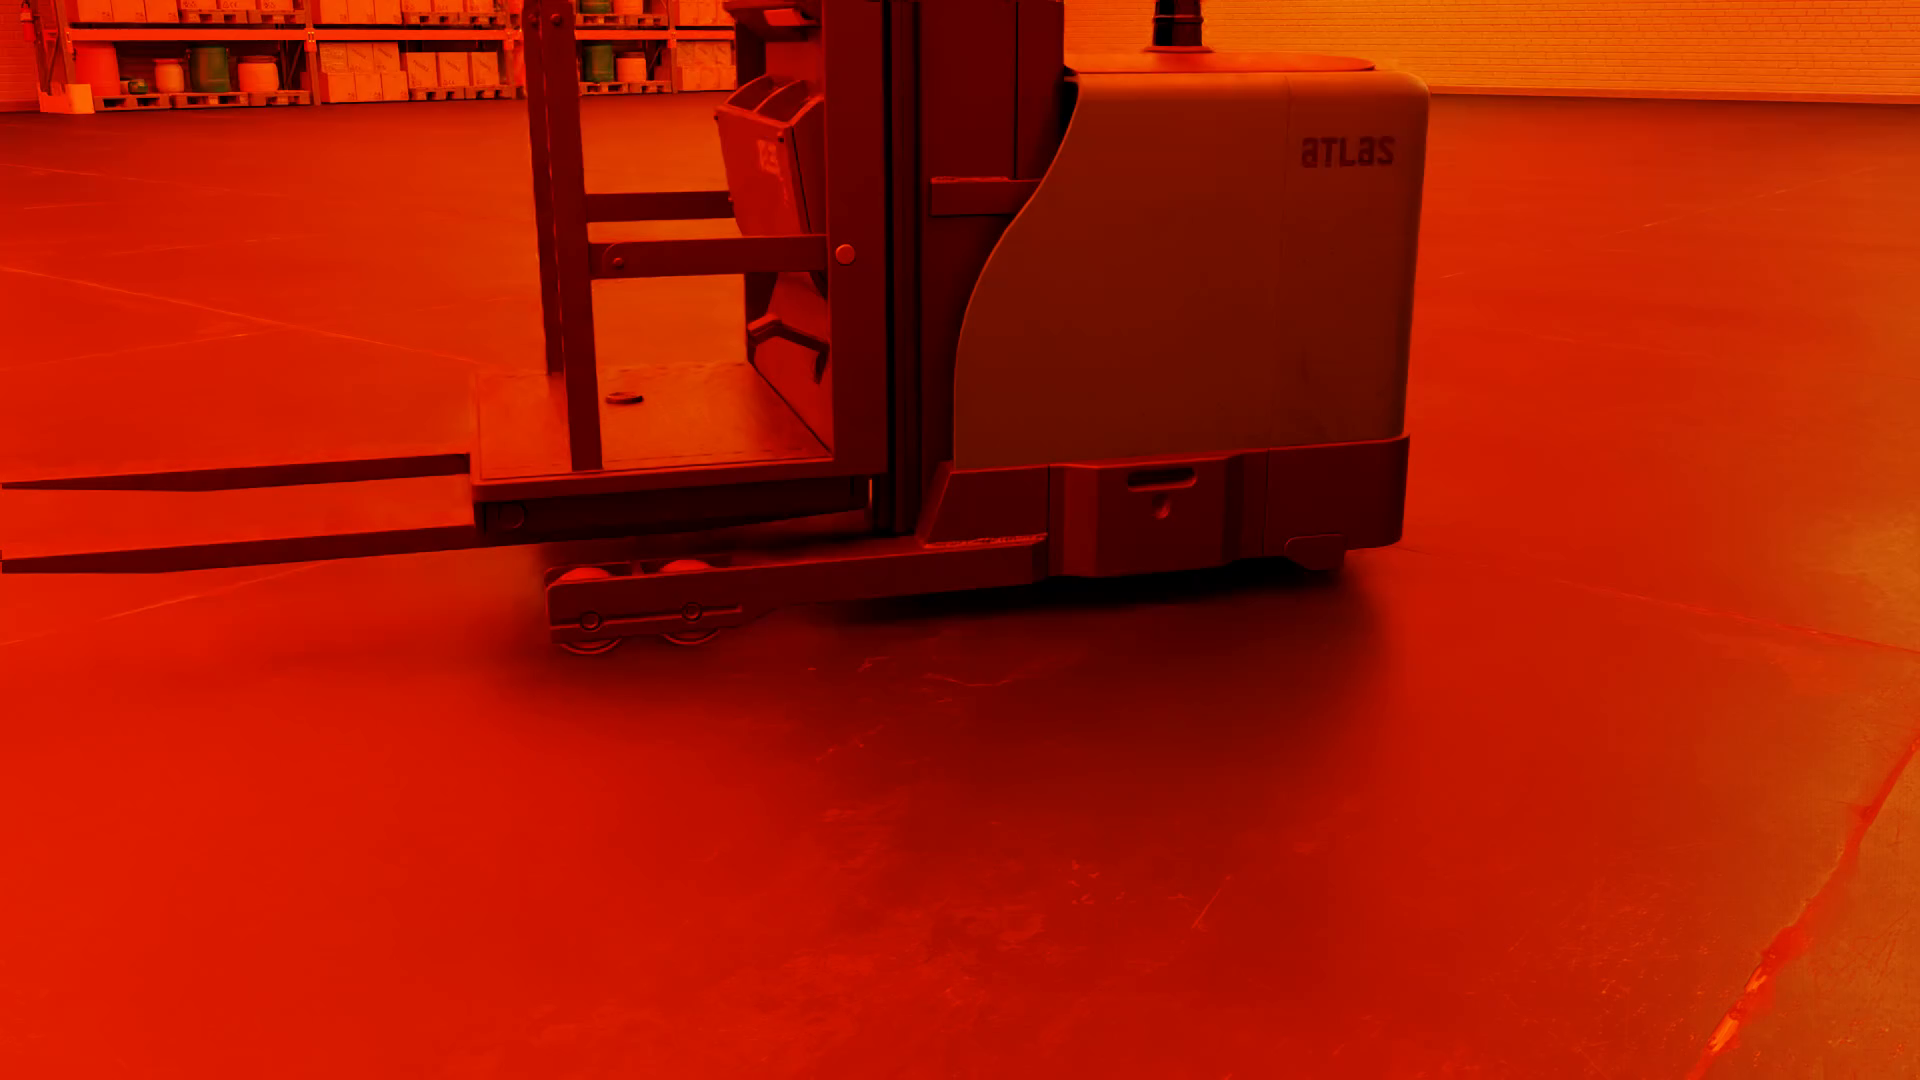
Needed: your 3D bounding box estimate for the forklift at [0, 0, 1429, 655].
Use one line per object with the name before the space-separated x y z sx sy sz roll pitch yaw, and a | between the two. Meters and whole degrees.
forklift | -0.587 -1.351 3.347 3.031 2.935 1.130 -5 18 -15
